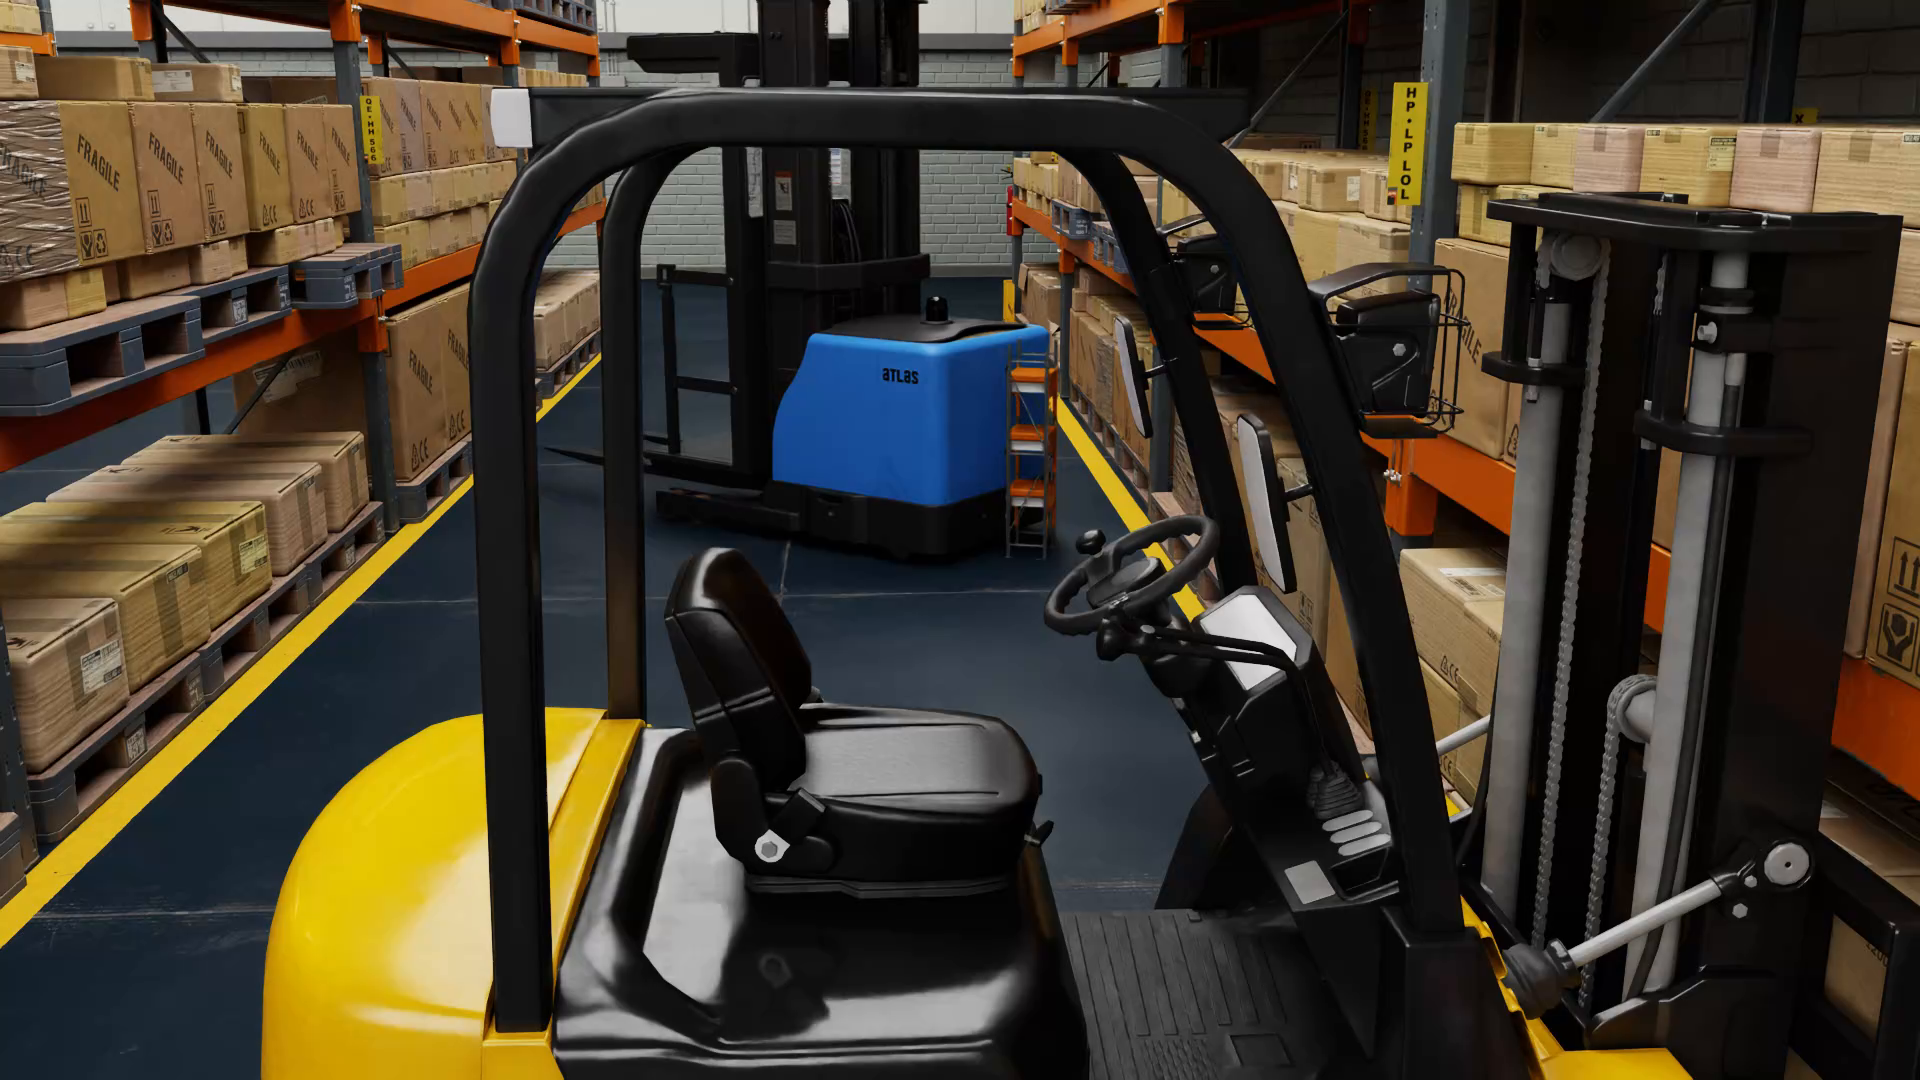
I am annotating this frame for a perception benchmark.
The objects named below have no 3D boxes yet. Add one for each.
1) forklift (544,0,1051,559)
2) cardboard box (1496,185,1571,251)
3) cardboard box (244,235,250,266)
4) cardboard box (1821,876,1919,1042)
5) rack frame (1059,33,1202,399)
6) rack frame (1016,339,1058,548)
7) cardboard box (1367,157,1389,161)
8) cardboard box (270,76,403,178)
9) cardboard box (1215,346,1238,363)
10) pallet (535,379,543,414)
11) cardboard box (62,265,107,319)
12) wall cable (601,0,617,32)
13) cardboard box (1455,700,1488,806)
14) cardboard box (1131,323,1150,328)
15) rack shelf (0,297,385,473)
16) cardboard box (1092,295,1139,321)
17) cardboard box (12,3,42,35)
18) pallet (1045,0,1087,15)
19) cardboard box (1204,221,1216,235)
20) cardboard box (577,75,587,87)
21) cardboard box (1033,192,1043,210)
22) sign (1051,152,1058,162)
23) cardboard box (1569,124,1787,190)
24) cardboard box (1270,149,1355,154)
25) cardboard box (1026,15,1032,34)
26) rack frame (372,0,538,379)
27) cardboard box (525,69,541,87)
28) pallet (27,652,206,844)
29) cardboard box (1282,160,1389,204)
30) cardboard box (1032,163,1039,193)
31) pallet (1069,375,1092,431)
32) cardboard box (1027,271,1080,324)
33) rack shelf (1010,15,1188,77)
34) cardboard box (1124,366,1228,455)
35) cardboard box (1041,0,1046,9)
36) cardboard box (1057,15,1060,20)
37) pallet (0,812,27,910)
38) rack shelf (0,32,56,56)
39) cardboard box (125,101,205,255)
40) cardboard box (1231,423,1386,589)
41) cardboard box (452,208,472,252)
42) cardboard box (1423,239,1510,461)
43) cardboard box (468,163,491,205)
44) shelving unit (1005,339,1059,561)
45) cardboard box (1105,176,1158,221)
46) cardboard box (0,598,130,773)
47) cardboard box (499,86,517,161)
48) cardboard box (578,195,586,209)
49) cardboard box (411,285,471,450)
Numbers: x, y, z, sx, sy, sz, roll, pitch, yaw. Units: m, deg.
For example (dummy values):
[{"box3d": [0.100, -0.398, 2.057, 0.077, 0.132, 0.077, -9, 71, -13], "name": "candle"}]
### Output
[{"box3d": [-1.019, -1.594, 8.838, 3.031, 2.935, 1.130, 10, 18, 35], "name": "forklift"}, {"box3d": [1.539, -0.782, 4.044, 0.380, 0.149, 0.250, -1, 14, -2], "name": "cardboard box"}, {"box3d": [-3.105, -1.165, 6.697, 0.380, 0.149, 0.250, -1, 14, -3], "name": "cardboard box"}, {"box3d": [1.593, 0.710, 2.417, 0.500, 0.250, 0.500, -1, 14, -3], "name": "cardboard box"}, {"box3d": [1.268, -2.557, 12.444, 1.000, 3.000, 0.127, -1, 14, -3], "name": "rack frame"}, {"box3d": [0.379, -0.473, 8.256, 0.200, 1.050, 0.008, 3, 15, 12], "name": "rack frame"}, {"box3d": [1.853, -1.465, 6.699, 0.380, 0.149, 0.250, 0, 14, -2], "name": "cardboard box"}, {"box3d": [-3.224, -2.144, 8.630, 0.500, 0.500, 0.500, -1, 14, -5], "name": "cardboard box"}, {"box3d": [1.710, -1.131, 9.773, 0.380, 0.149, 0.250, -1, 14, -3], "name": "cardboard box"}, {"box3d": [-3.563, -0.938, 11.749, 1.003, 0.211, 1.213, -1, 14, -3], "name": "pallet"}, {"box3d": [-2.915, -0.776, 5.184, 0.380, 0.149, 0.250, -1, 14, -2], "name": "cardboard box"}, {"box3d": [-4.567, -7.790, 20.743, 0.463, 3.000, 0.029, -1, 14, -3], "name": "wall cable"}, {"box3d": [1.519, 0.569, 3.966, 0.500, 0.250, 0.500, -1, 14, -4], "name": "cardboard box"}, {"box3d": [1.226, -1.250, 10.236, 0.380, 0.149, 0.250, -1, 14, -4], "name": "cardboard box"}, {"box3d": [-3.314, -0.639, 6.432, 1.077, 0.370, 4.000, -1, 14, -3], "name": "rack shelf"}, {"box3d": [1.147, -1.639, 11.749, 0.380, 0.149, 0.250, -2, 15, -6], "name": "cardboard box"}, {"box3d": [-8.575, -4.644, 14.835, 0.500, 0.250, 0.500, -1, 14, -5], "name": "cardboard box"}, {"box3d": [1.239, -3.755, 11.459, 1.213, 0.211, 1.003, -1, 14, -3], "name": "pallet"}, {"box3d": [1.344, -1.362, 7.099, 0.500, 0.250, 0.500, -1, 14, -5], "name": "cardboard box"}, {"box3d": [-3.572, -4.109, 14.968, 0.380, 0.149, 0.250, -1, 14, -4], "name": "cardboard box"}, {"box3d": [0.834, -2.958, 14.506, 0.380, 0.149, 0.250, -1, 14, -2], "name": "cardboard box"}, {"box3d": [0.727, -2.966, 12.296, 0.100, 0.325, 0.005, -1, 14, -3], "name": "sign"}, {"box3d": [1.619, -0.863, 3.762, 0.380, 0.149, 0.250, -1, 14, -4], "name": "cardboard box"}, {"box3d": [1.738, -1.847, 8.182, 0.380, 0.149, 0.250, 0, 14, -2], "name": "cardboard box"}, {"box3d": [0.786, -4.542, 14.645, 0.380, 0.149, 0.250, -1, 14, -4], "name": "cardboard box"}, {"box3d": [-3.686, -2.479, 12.142, 1.000, 3.000, 0.127, -1, 14, -3], "name": "rack frame"}, {"box3d": [-3.490, -3.598, 12.981, 0.380, 0.149, 0.250, -1, 14, -4], "name": "cardboard box"}, {"box3d": [-3.240, 0.667, 5.510, 1.003, 0.211, 1.213, -1, 14, -3], "name": "pallet"}, {"box3d": [1.413, -1.329, 6.168, 0.380, 0.149, 0.250, -1, 14, -3], "name": "cardboard box"}, {"box3d": [0.899, -3.128, 14.367, 0.500, 0.250, 0.500, -1, 14, -5], "name": "cardboard box"}, {"box3d": [1.356, -1.005, 12.007, 1.003, 0.211, 1.213, -1, 14, -3], "name": "pallet"}, {"box3d": [0.978, -2.178, 15.144, 0.700, 0.500, 0.500, 0, 14, -1], "name": "cardboard box"}, {"box3d": [1.144, -4.158, 14.093, 1.077, 0.370, 4.000, -1, 14, -3], "name": "rack shelf"}, {"box3d": [1.255, -0.781, 9.717, 0.500, 0.500, 0.500, -1, 14, -4], "name": "cardboard box"}, {"box3d": [0.926, -4.454, 13.501, 0.500, 0.250, 0.500, -1, 14, -2], "name": "cardboard box"}, {"box3d": [0.939, -4.034, 12.668, 0.380, 0.149, 0.250, -1, 14, -4], "name": "cardboard box"}, {"box3d": [-3.113, 1.027, 4.110, 1.003, 0.211, 1.213, -1, 14, -3], "name": "pallet"}, {"box3d": [-8.744, -3.979, 13.397, 1.077, 0.370, 4.000, -1, 14, -3], "name": "rack shelf"}, {"box3d": [-2.981, -1.254, 5.741, 0.500, 0.500, 0.500, -1, 14, -4], "name": "cardboard box"}, {"box3d": [1.631, -0.130, 6.935, 0.875, 0.625, 0.625, -1, 15, -6], "name": "cardboard box"}, {"box3d": [-3.327, -1.918, 10.262, 0.500, 0.250, 0.500, -1, 14, -3], "name": "cardboard box"}, {"box3d": [1.531, -0.501, 4.254, 0.500, 0.500, 0.500, -1, 14, -5], "name": "cardboard box"}, {"box3d": [-3.339, -2.290, 10.704, 0.500, 0.250, 0.500, -1, 14, -2], "name": "cardboard box"}, {"box3d": [0.352, -0.443, 8.141, 0.215, 1.050, 0.252, 3, 15, 12], "name": "shelving unit"}, {"box3d": [1.128, -1.950, 9.544, 0.500, 0.250, 0.500, -2, 15, -6], "name": "cardboard box"}, {"box3d": [-3.225, 0.449, 5.192, 0.950, 0.372, 0.625, -1, 14, -3], "name": "cardboard box"}, {"box3d": [-3.407, -2.905, 11.589, 0.500, 0.500, 0.500, 0, 14, -2], "name": "cardboard box"}, {"box3d": [-3.582, -3.154, 14.563, 0.500, 0.500, 0.500, 0, 14, -2], "name": "cardboard box"}, {"box3d": [-3.449, -1.054, 10.023, 0.875, 0.875, 0.875, -1, 14, -3], "name": "cardboard box"}]
